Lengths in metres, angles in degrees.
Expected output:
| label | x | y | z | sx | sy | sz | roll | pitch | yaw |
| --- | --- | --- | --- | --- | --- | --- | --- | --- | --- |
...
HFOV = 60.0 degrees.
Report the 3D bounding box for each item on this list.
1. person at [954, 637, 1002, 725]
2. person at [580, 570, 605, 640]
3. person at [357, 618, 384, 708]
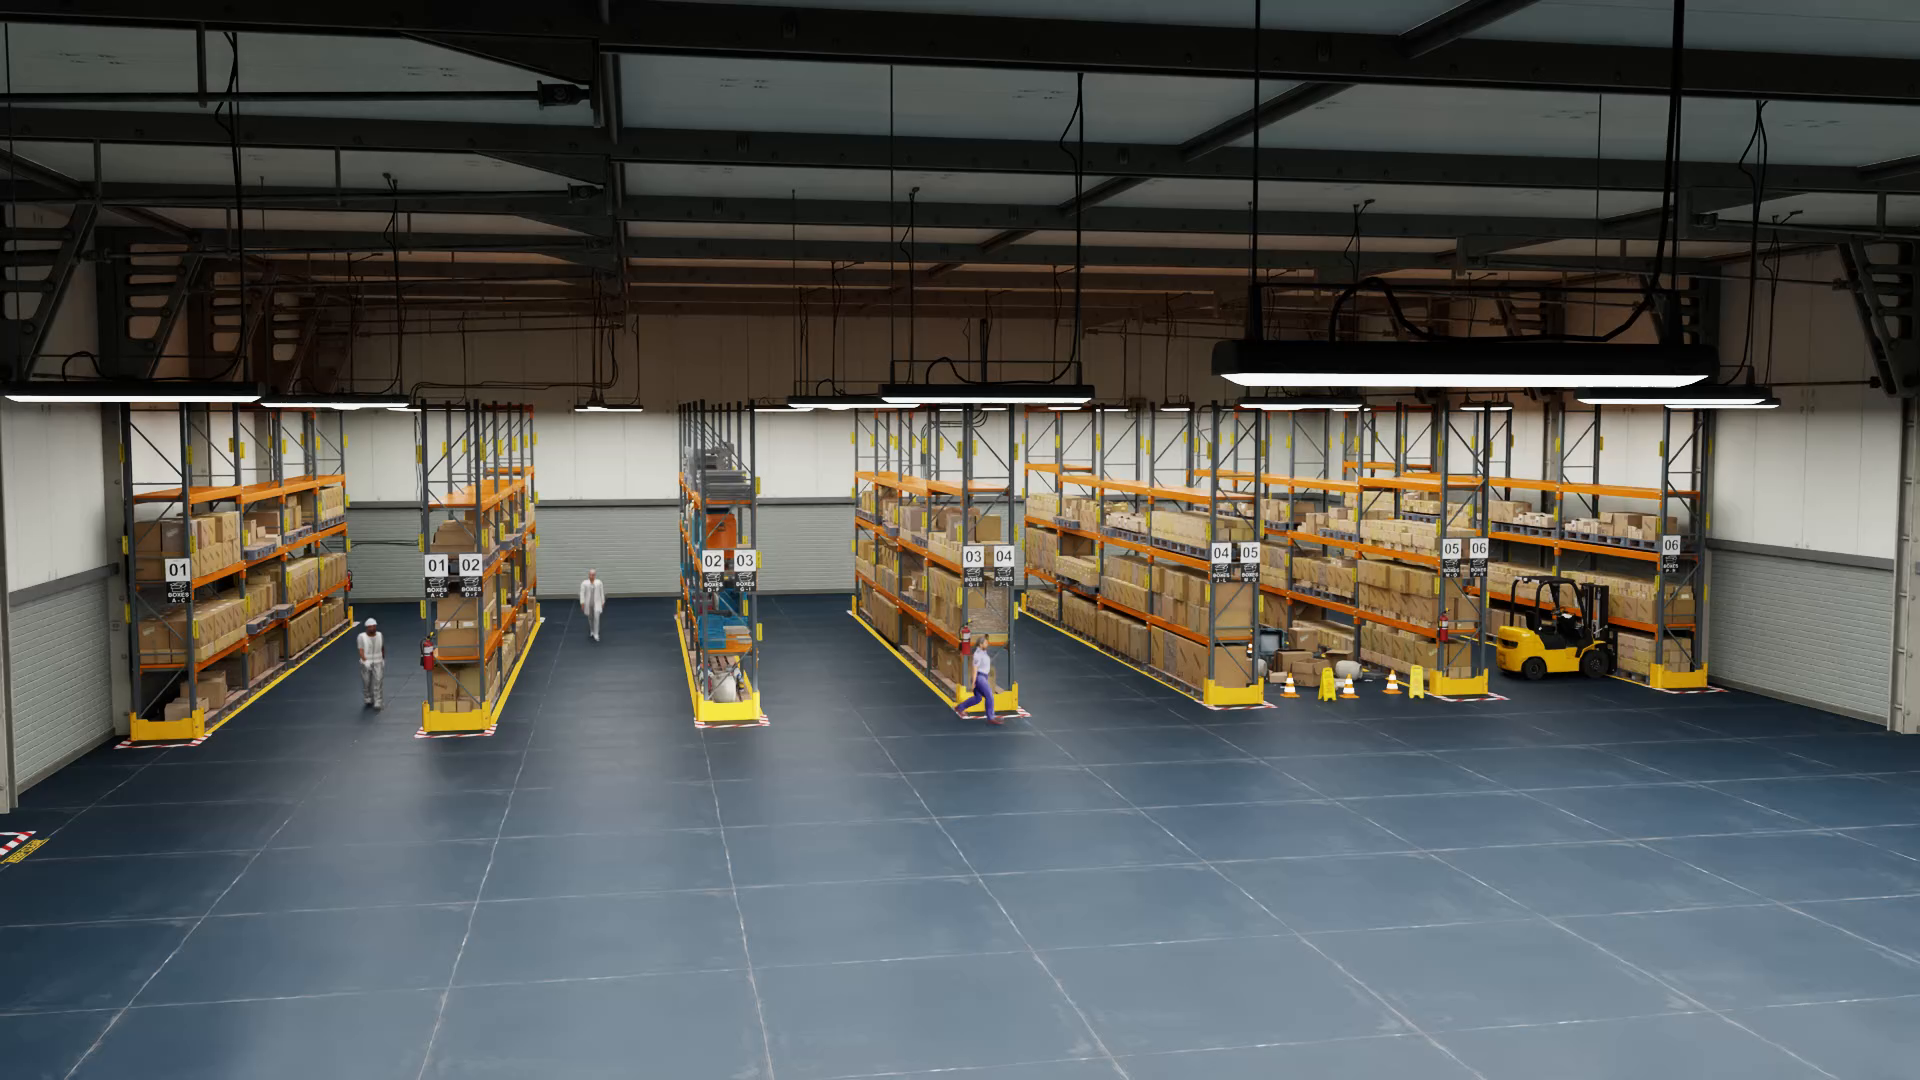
| label | x | y | z | sx | sy | sz | roll | pitch | yaw |
| --- | --- | --- | --- | --- | --- | --- | --- | --- | --- |
| person | 0.350 | 2.590 | 30.913 | 0.948 | 1.593 | 0.498 | 1 | 4 | 10 |
| person | -9.392 | 1.636 | 42.370 | 0.593 | 1.723 | 1.060 | 0 | 4 | -3 |
| person | -11.468 | 2.393 | 32.438 | 0.530 | 1.716 | 1.028 | -2 | 5 | -26 |
